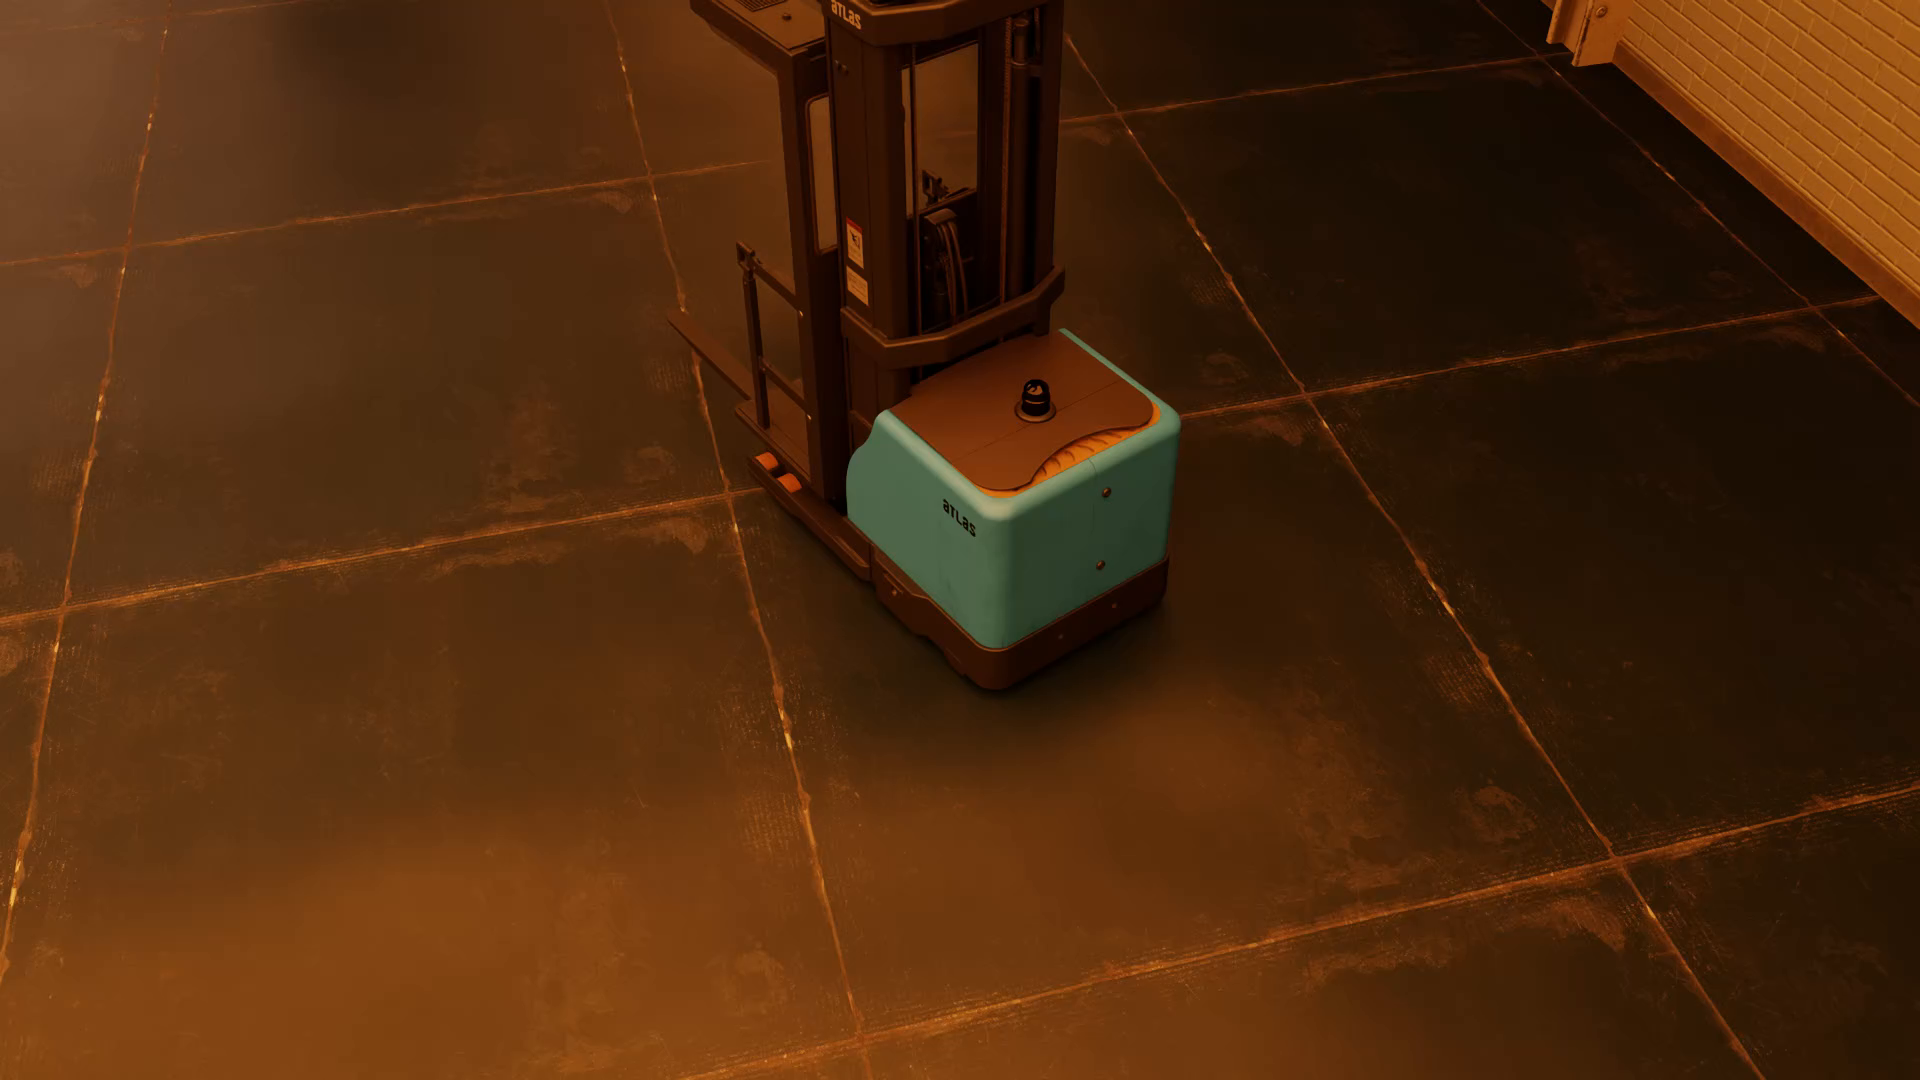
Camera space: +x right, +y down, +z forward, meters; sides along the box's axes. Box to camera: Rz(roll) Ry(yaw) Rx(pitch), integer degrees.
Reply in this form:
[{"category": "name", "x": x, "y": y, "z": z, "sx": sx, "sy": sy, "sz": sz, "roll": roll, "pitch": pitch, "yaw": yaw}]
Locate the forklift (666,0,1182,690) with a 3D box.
[{"category": "forklift", "x": -0.366, "y": -1.399, "z": 7.126, "sx": 1.130, "sy": 2.935, "sz": 3.031, "roll": -27, "pitch": 50, "yaw": -26}]
